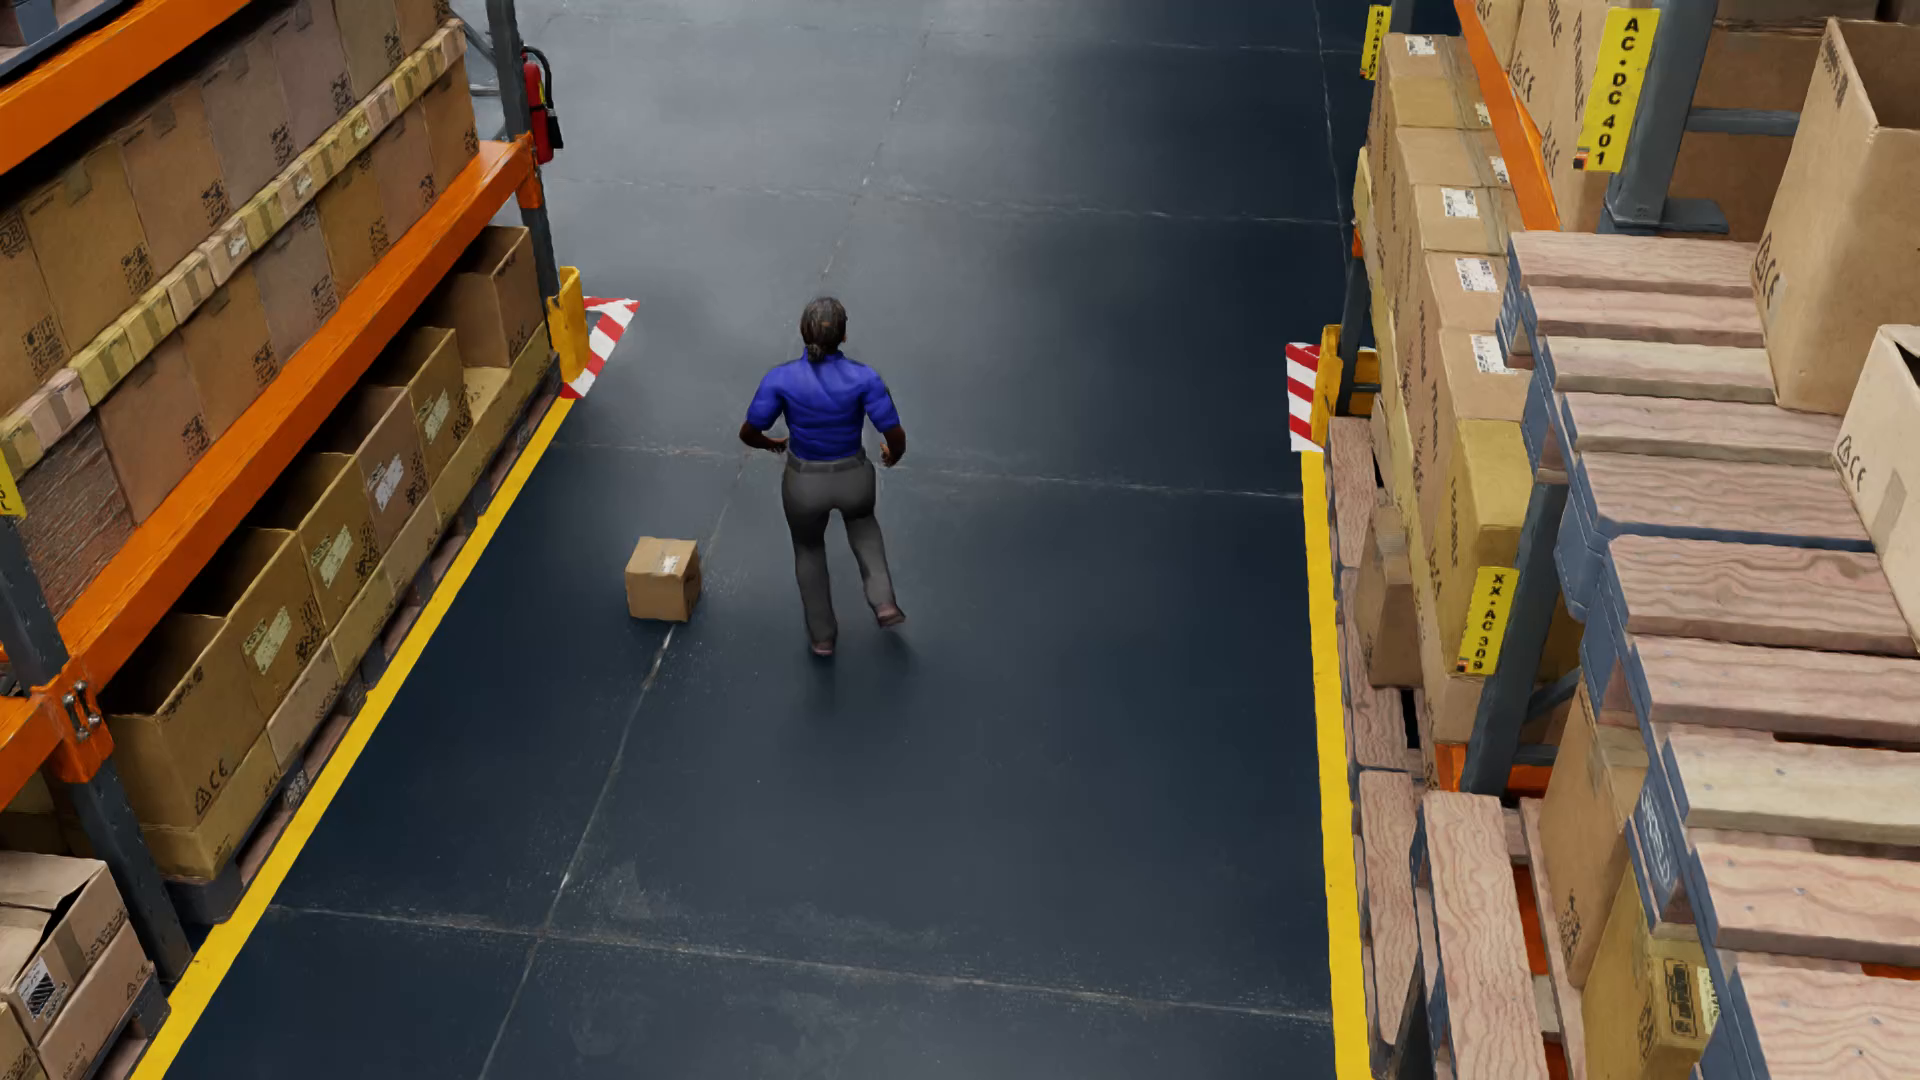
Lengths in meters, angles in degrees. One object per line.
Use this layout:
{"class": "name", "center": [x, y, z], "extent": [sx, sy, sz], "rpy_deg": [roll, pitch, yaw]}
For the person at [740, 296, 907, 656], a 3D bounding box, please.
{"class": "person", "center": [-0.539, -0.250, 6.529], "extent": [0.621, 1.626, 0.472], "rpy_deg": [-7, 37, -10]}
